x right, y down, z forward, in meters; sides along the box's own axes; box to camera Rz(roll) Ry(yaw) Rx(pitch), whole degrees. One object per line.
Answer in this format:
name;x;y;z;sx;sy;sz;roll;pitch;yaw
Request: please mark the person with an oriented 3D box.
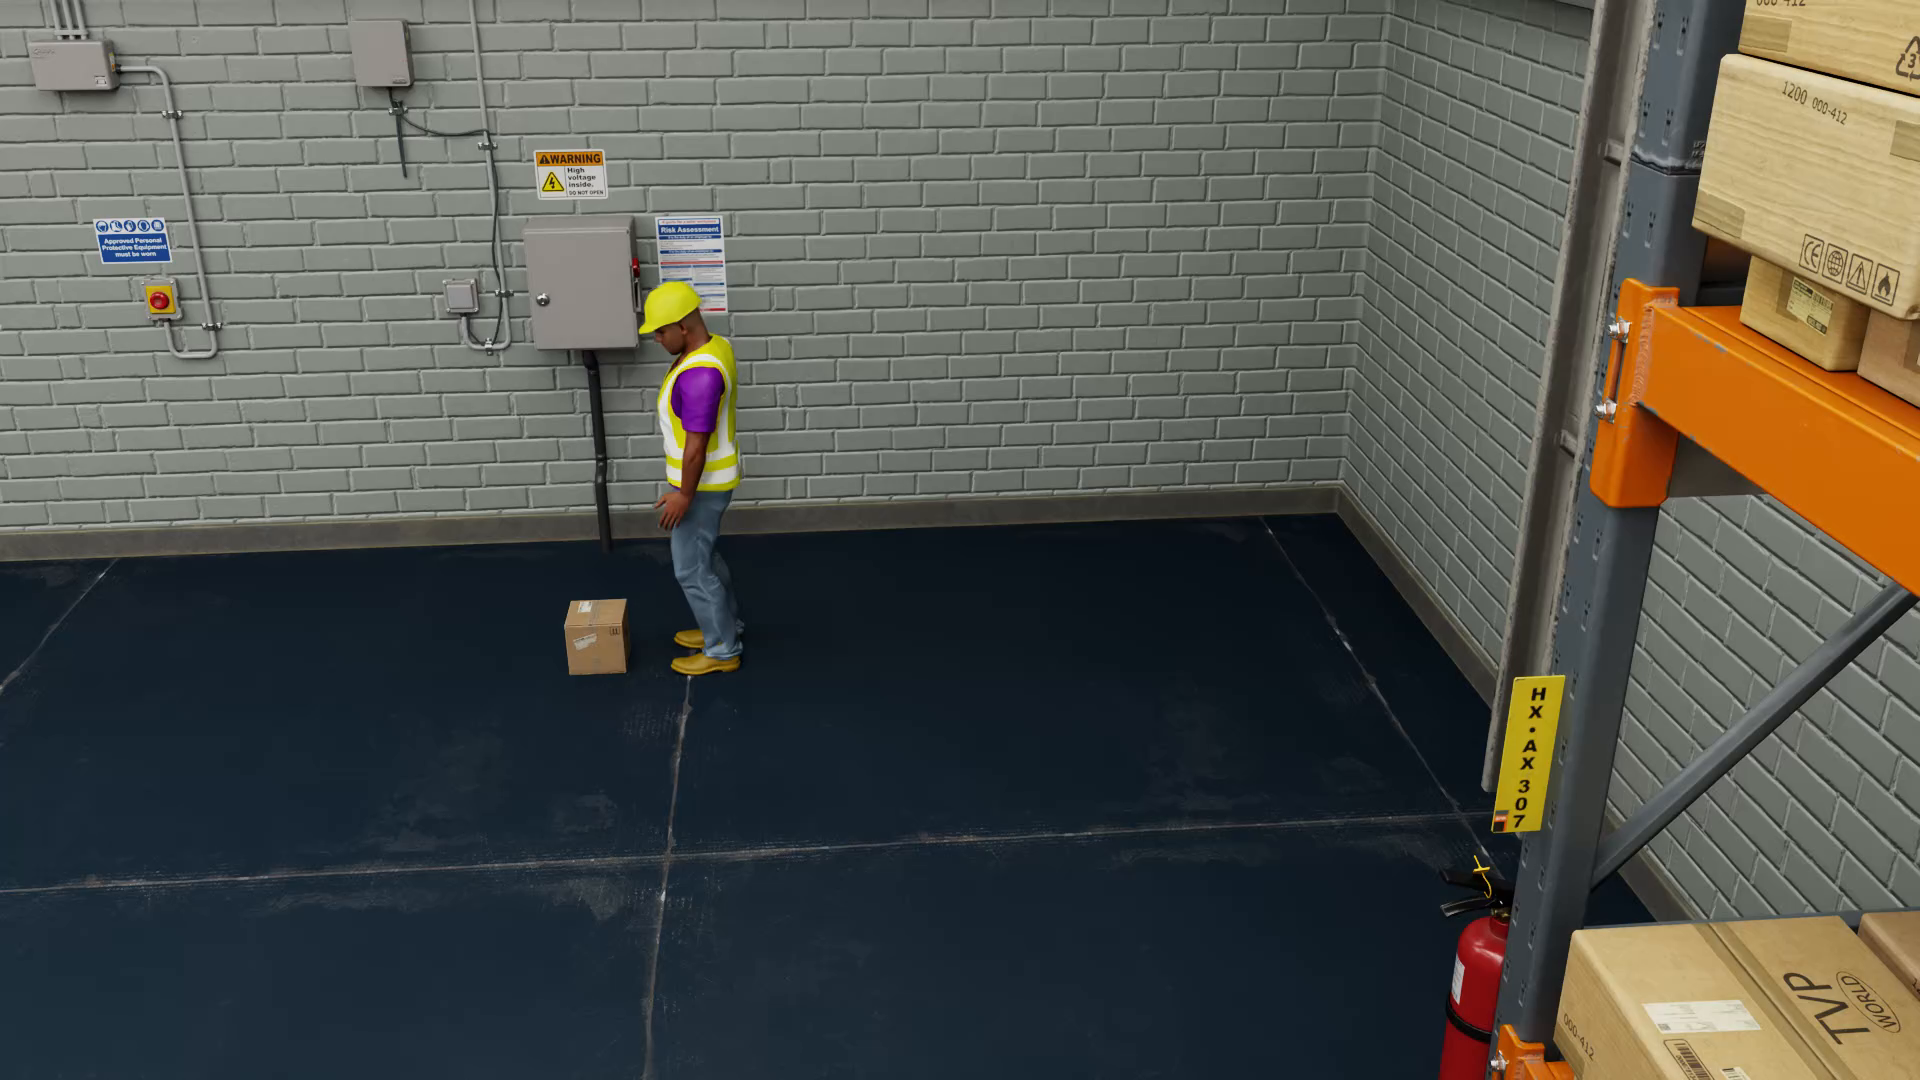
person;-1.139;-0.261;7.191;0.390;1.748;0.575;-2;24;-4
